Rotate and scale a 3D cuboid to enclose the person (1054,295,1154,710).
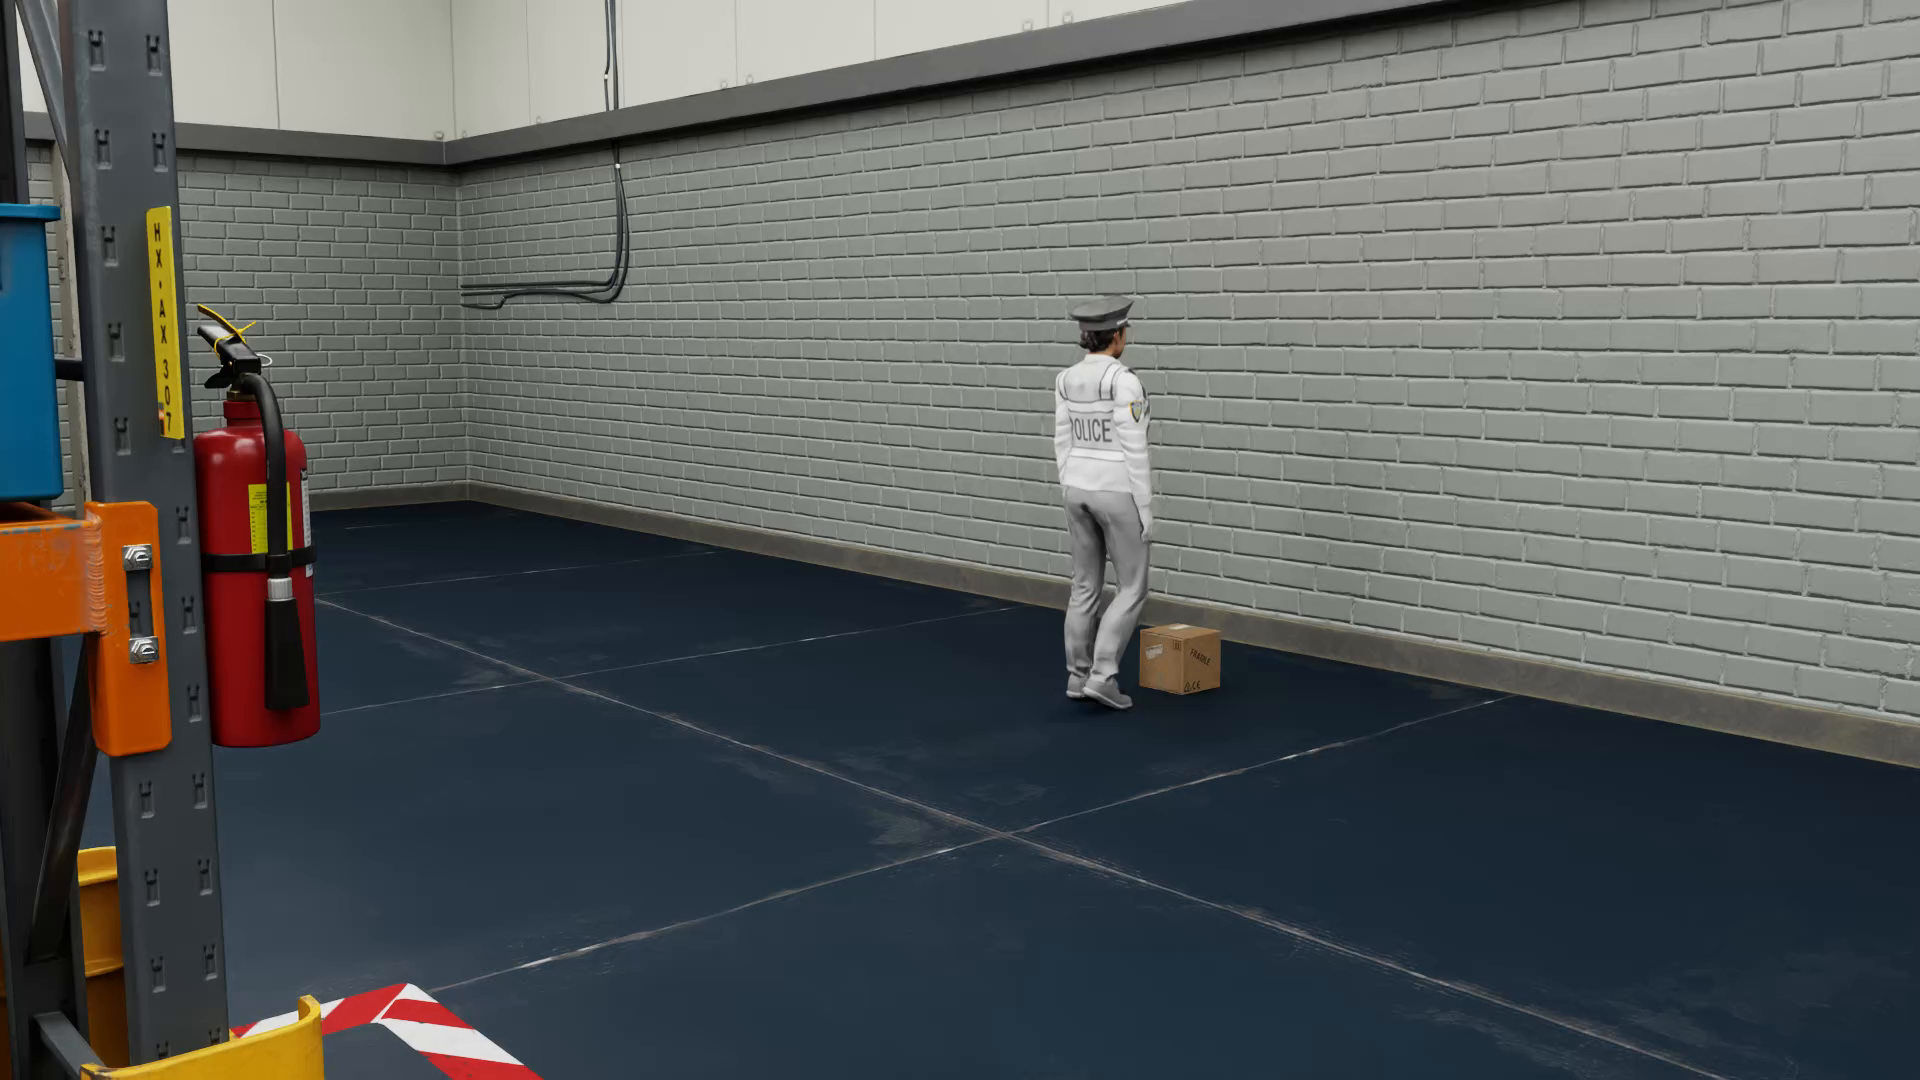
[{"bbox_3d":[0.594,-0.151,6.852,0.392,1.700,0.464,-6,10,-40],"label":"person"}]
